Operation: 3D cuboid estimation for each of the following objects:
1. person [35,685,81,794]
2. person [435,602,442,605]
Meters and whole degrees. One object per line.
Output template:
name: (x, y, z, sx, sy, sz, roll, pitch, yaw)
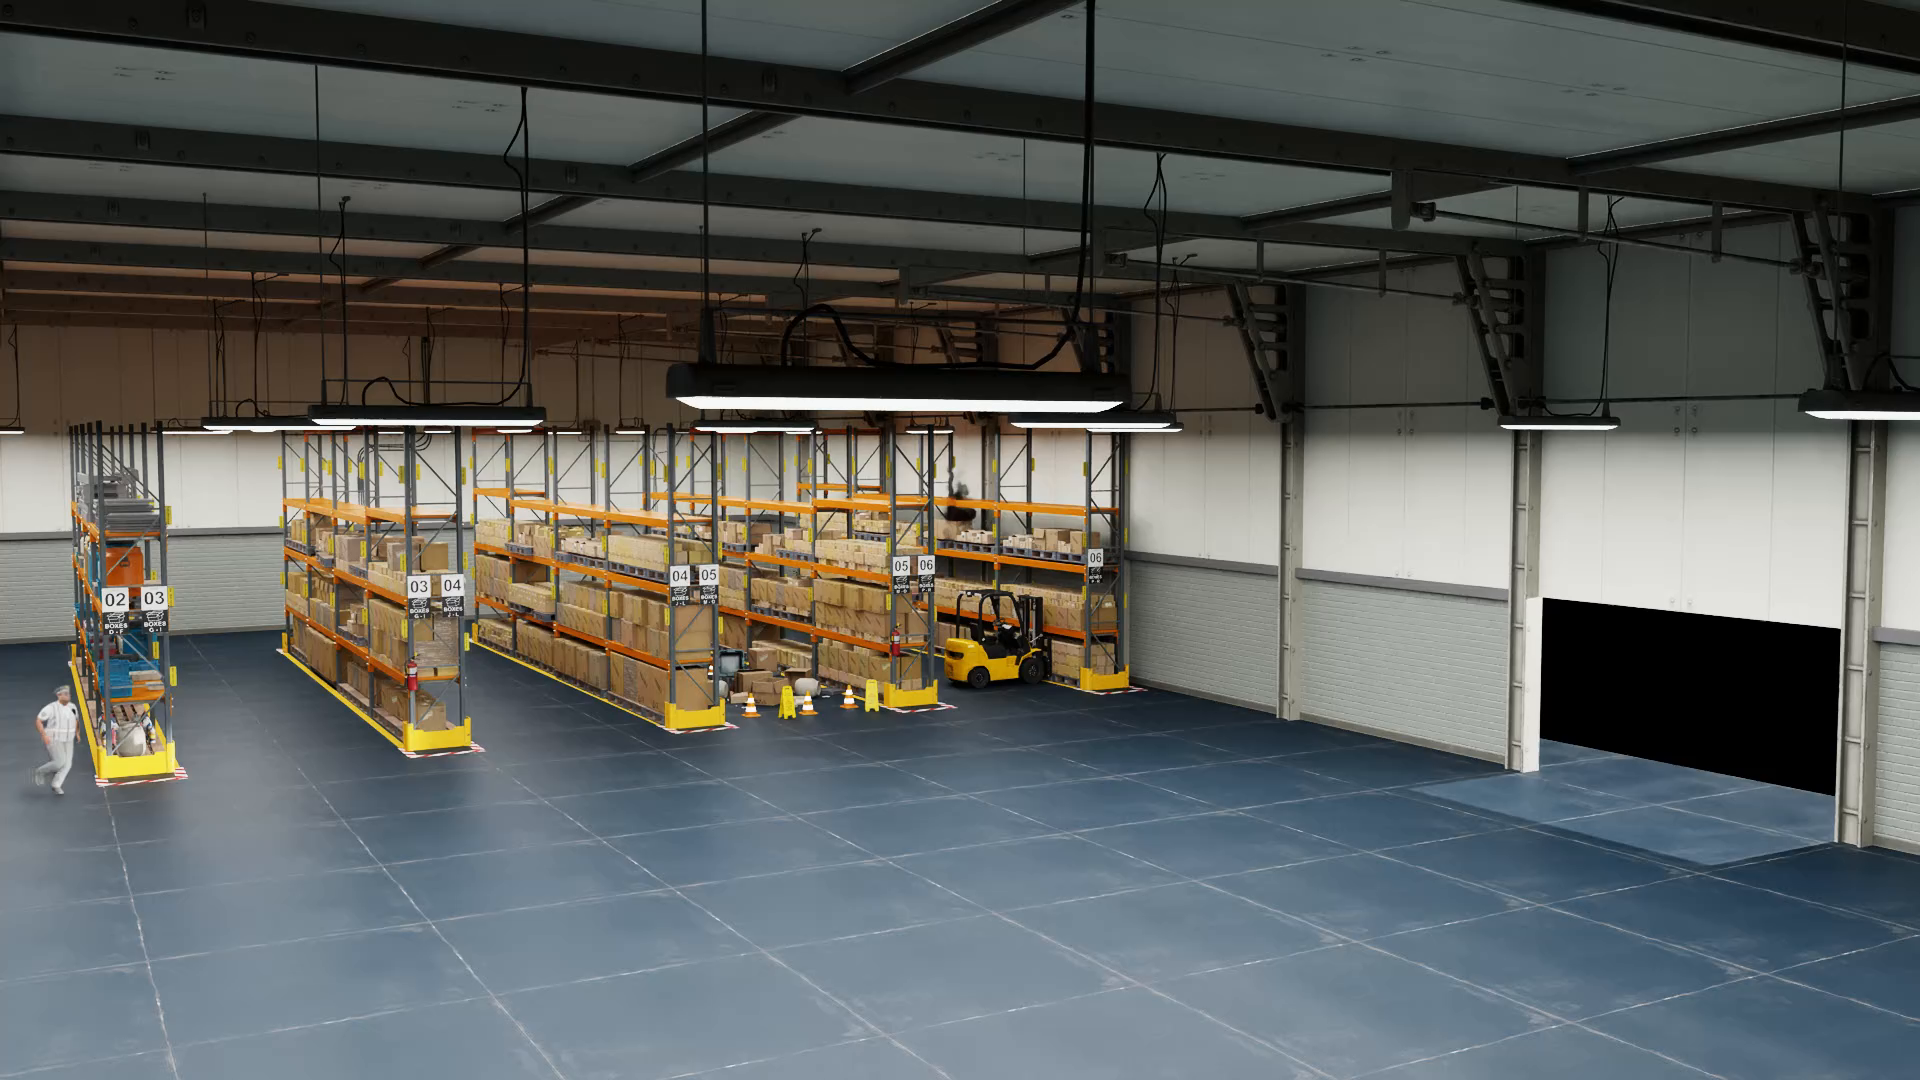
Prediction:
person: (-14.528, 3.206, 26.895, 0.583, 1.710, 0.698, 2, 4, 27)
person: (-13.867, 2.126, 44.489, 0.649, 1.721, 0.597, -2, 4, -30)
